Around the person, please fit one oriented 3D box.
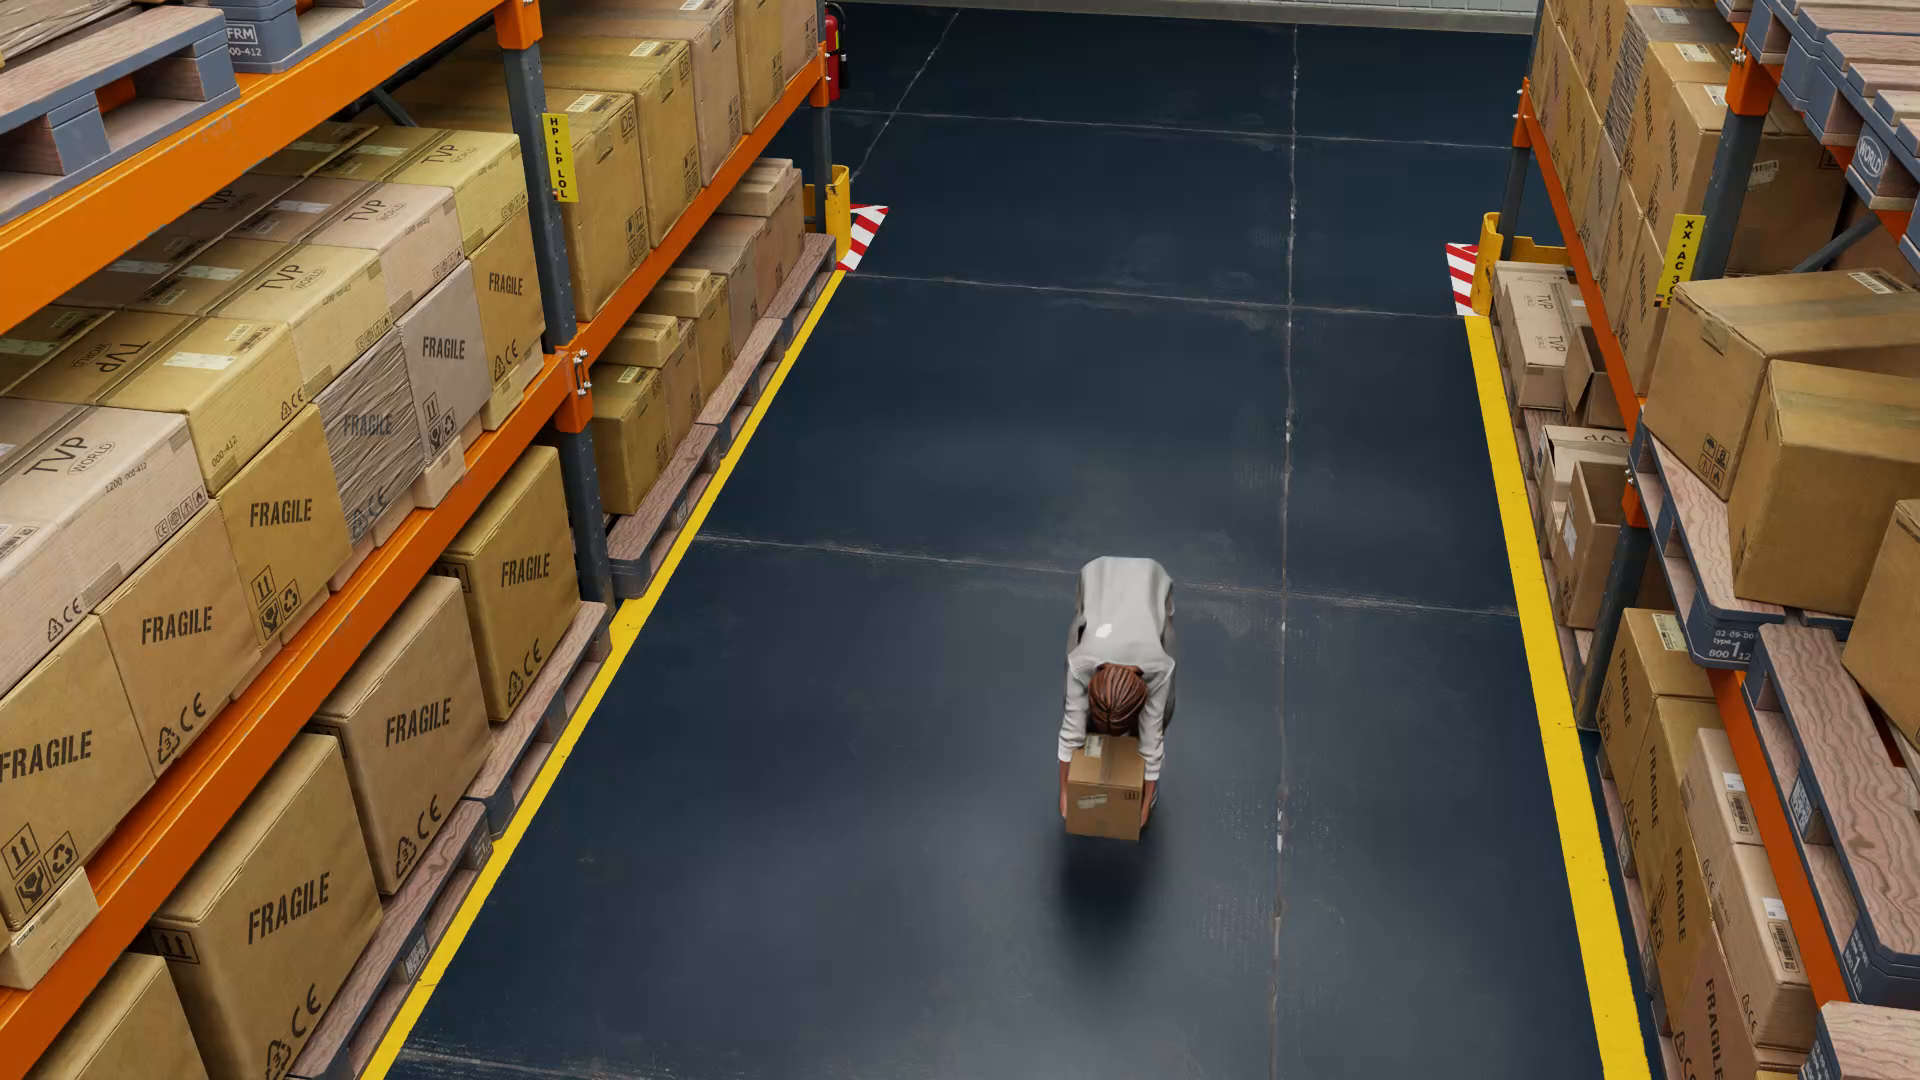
[{"bbox_3d":[0.543,0.602,5.766,0.392,1.001,0.871,4,33,6],"label":"person"}]
